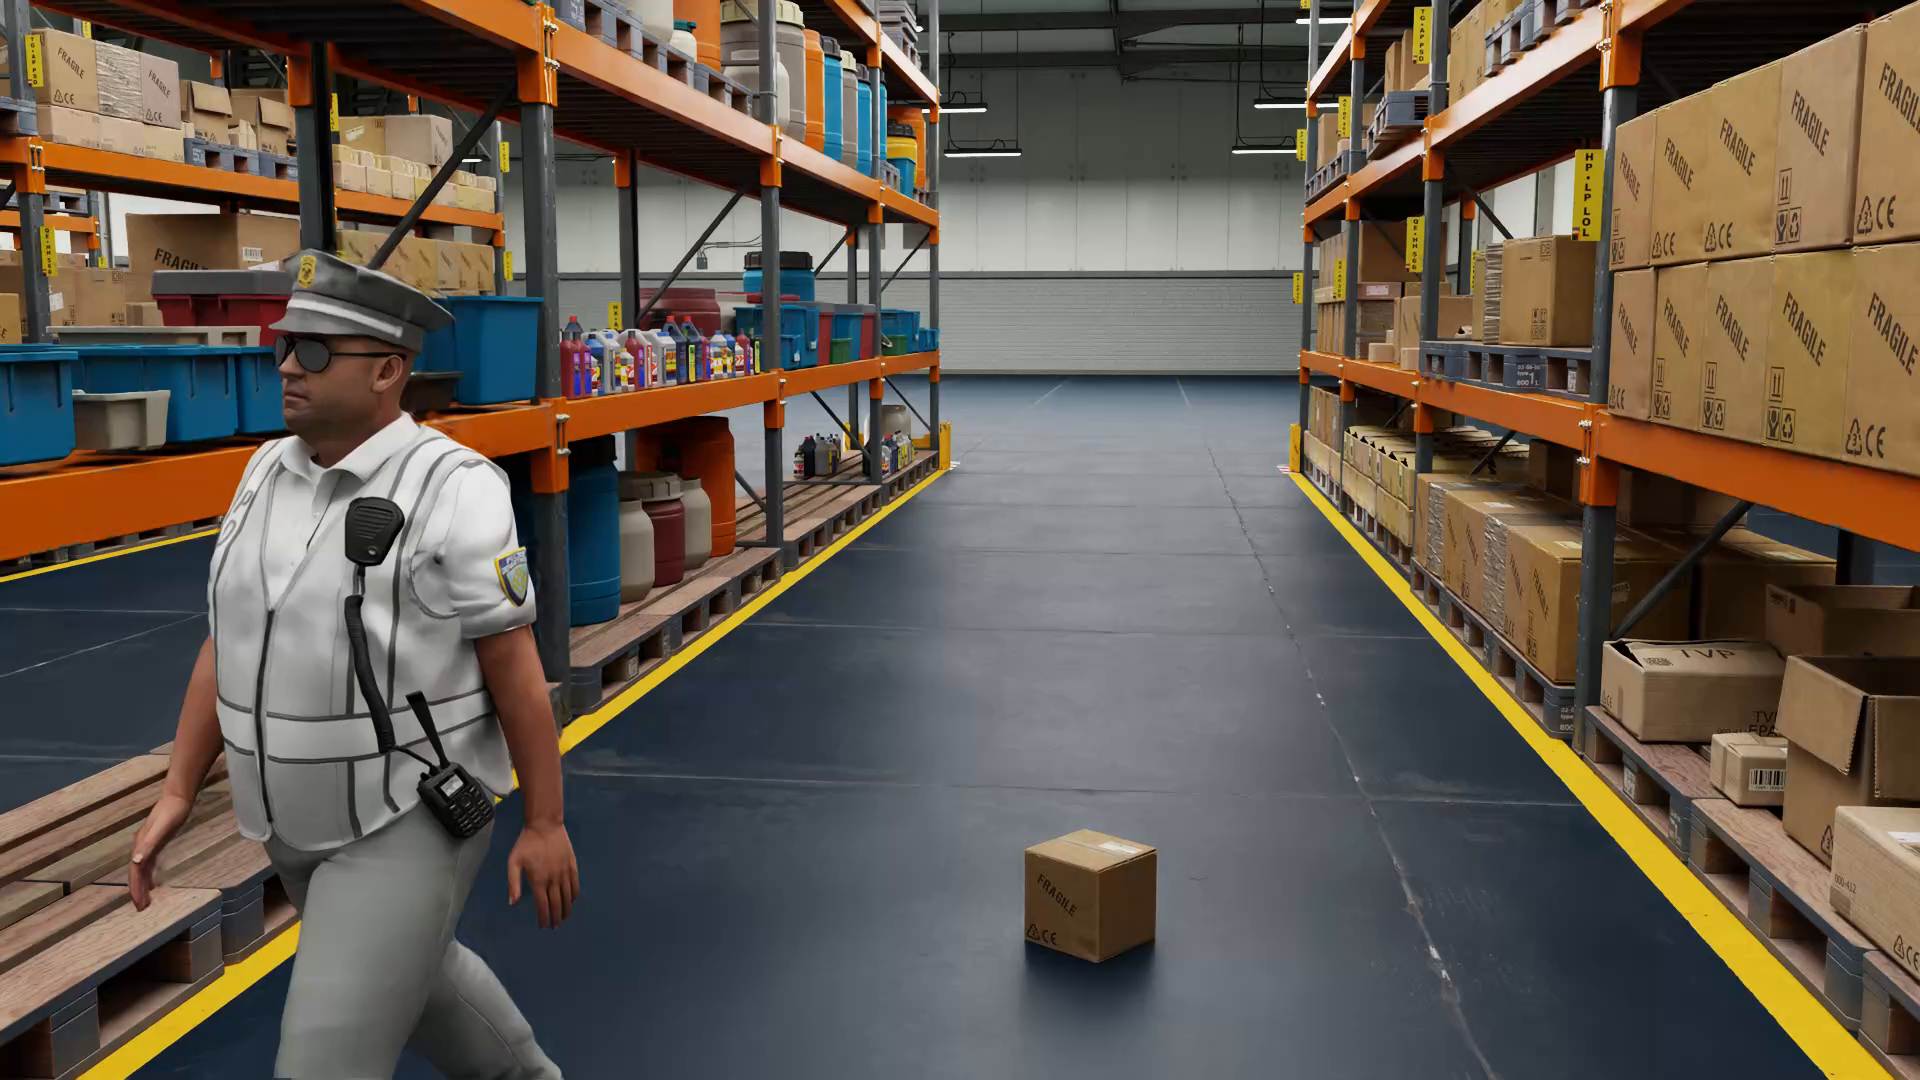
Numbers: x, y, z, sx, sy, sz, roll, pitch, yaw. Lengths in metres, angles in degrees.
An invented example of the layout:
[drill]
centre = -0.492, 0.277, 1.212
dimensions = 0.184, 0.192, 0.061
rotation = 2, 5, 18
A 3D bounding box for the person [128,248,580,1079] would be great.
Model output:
[person]
centre = -0.969, 0.410, 2.614
dimensions = 0.595, 1.705, 1.090
rotation = 4, 9, 29
